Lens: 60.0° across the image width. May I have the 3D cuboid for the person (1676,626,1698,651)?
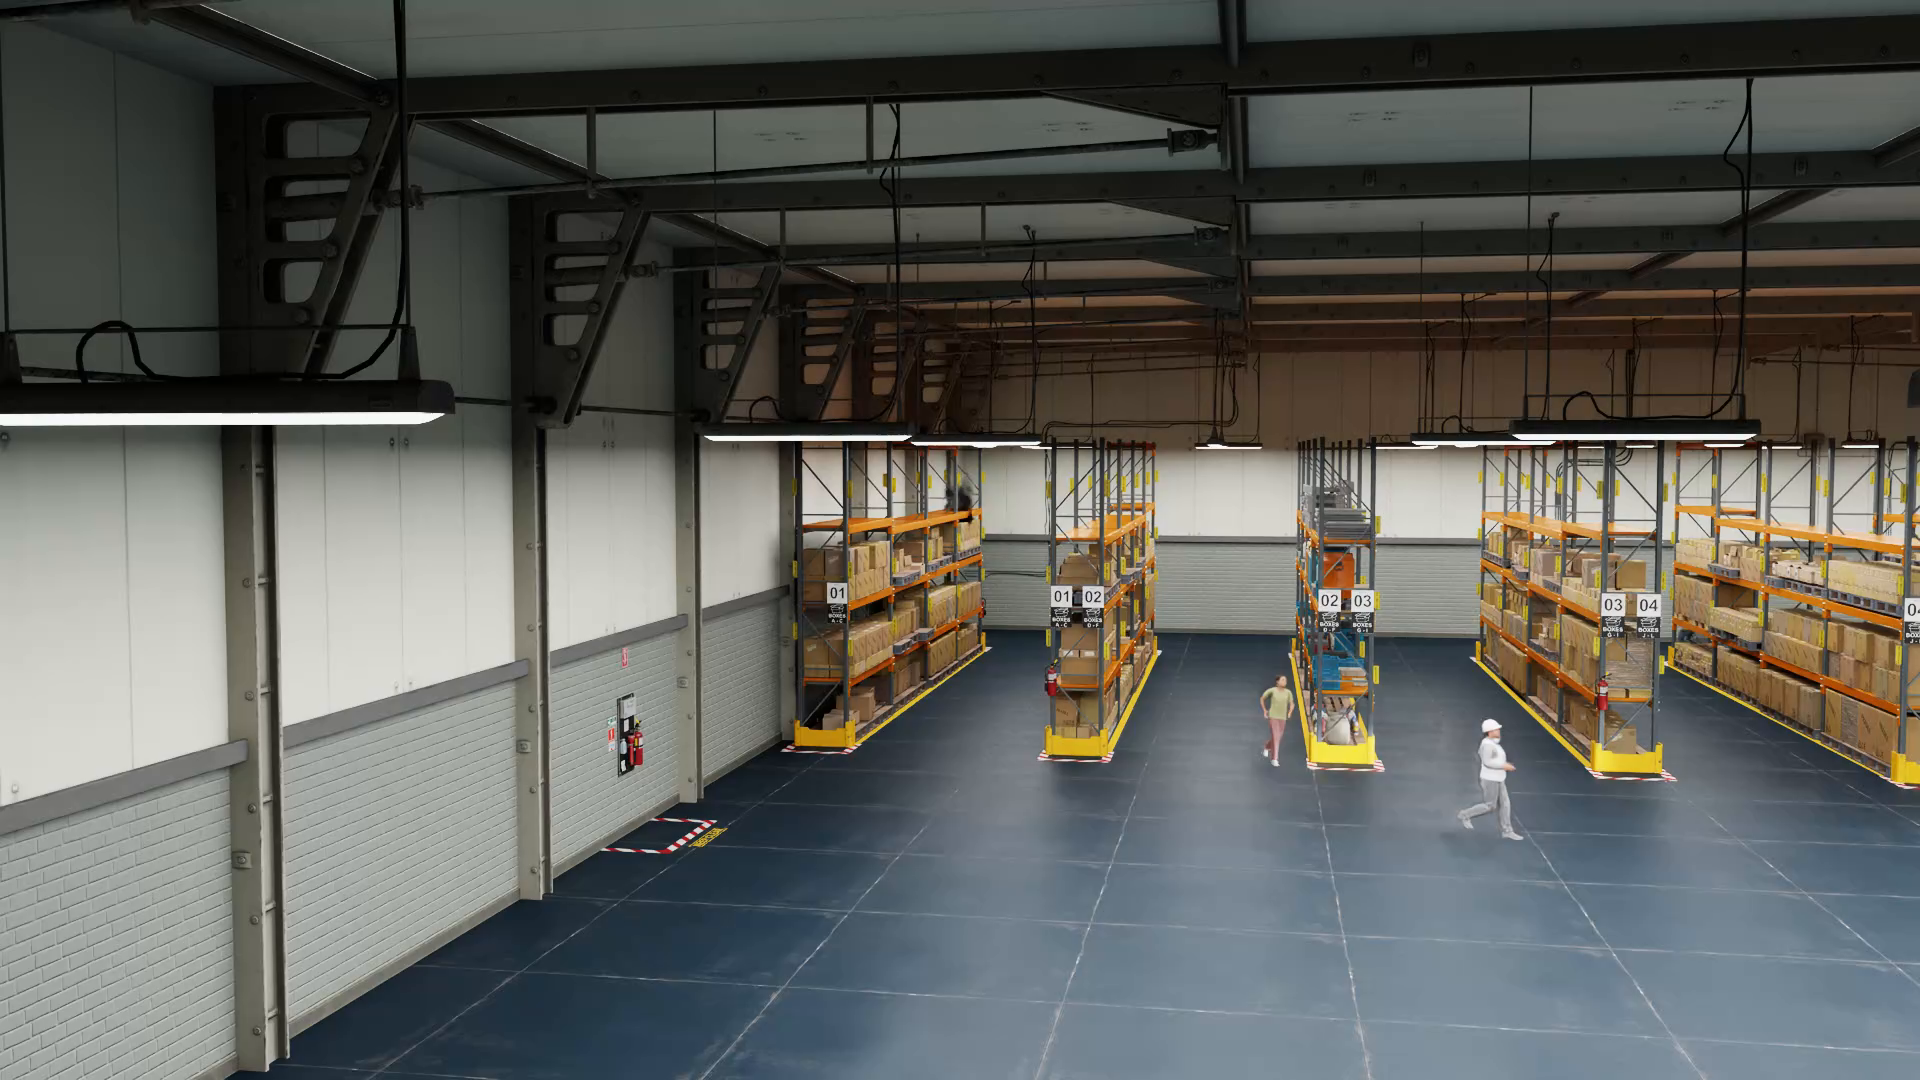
[{"bbox_3d":[19.989,2.408,45.887,0.753,1.710,0.951,-2,4,-38],"label":"person"}]

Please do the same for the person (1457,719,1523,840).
[{"bbox_3d":[7.845,3.532,24.555,0.935,1.770,0.661,2,3,28],"label":"person"}]

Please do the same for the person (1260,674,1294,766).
[{"bbox_3d":[5.854,3.291,30.651,0.614,1.655,0.731,-1,3,-11],"label":"person"}]
